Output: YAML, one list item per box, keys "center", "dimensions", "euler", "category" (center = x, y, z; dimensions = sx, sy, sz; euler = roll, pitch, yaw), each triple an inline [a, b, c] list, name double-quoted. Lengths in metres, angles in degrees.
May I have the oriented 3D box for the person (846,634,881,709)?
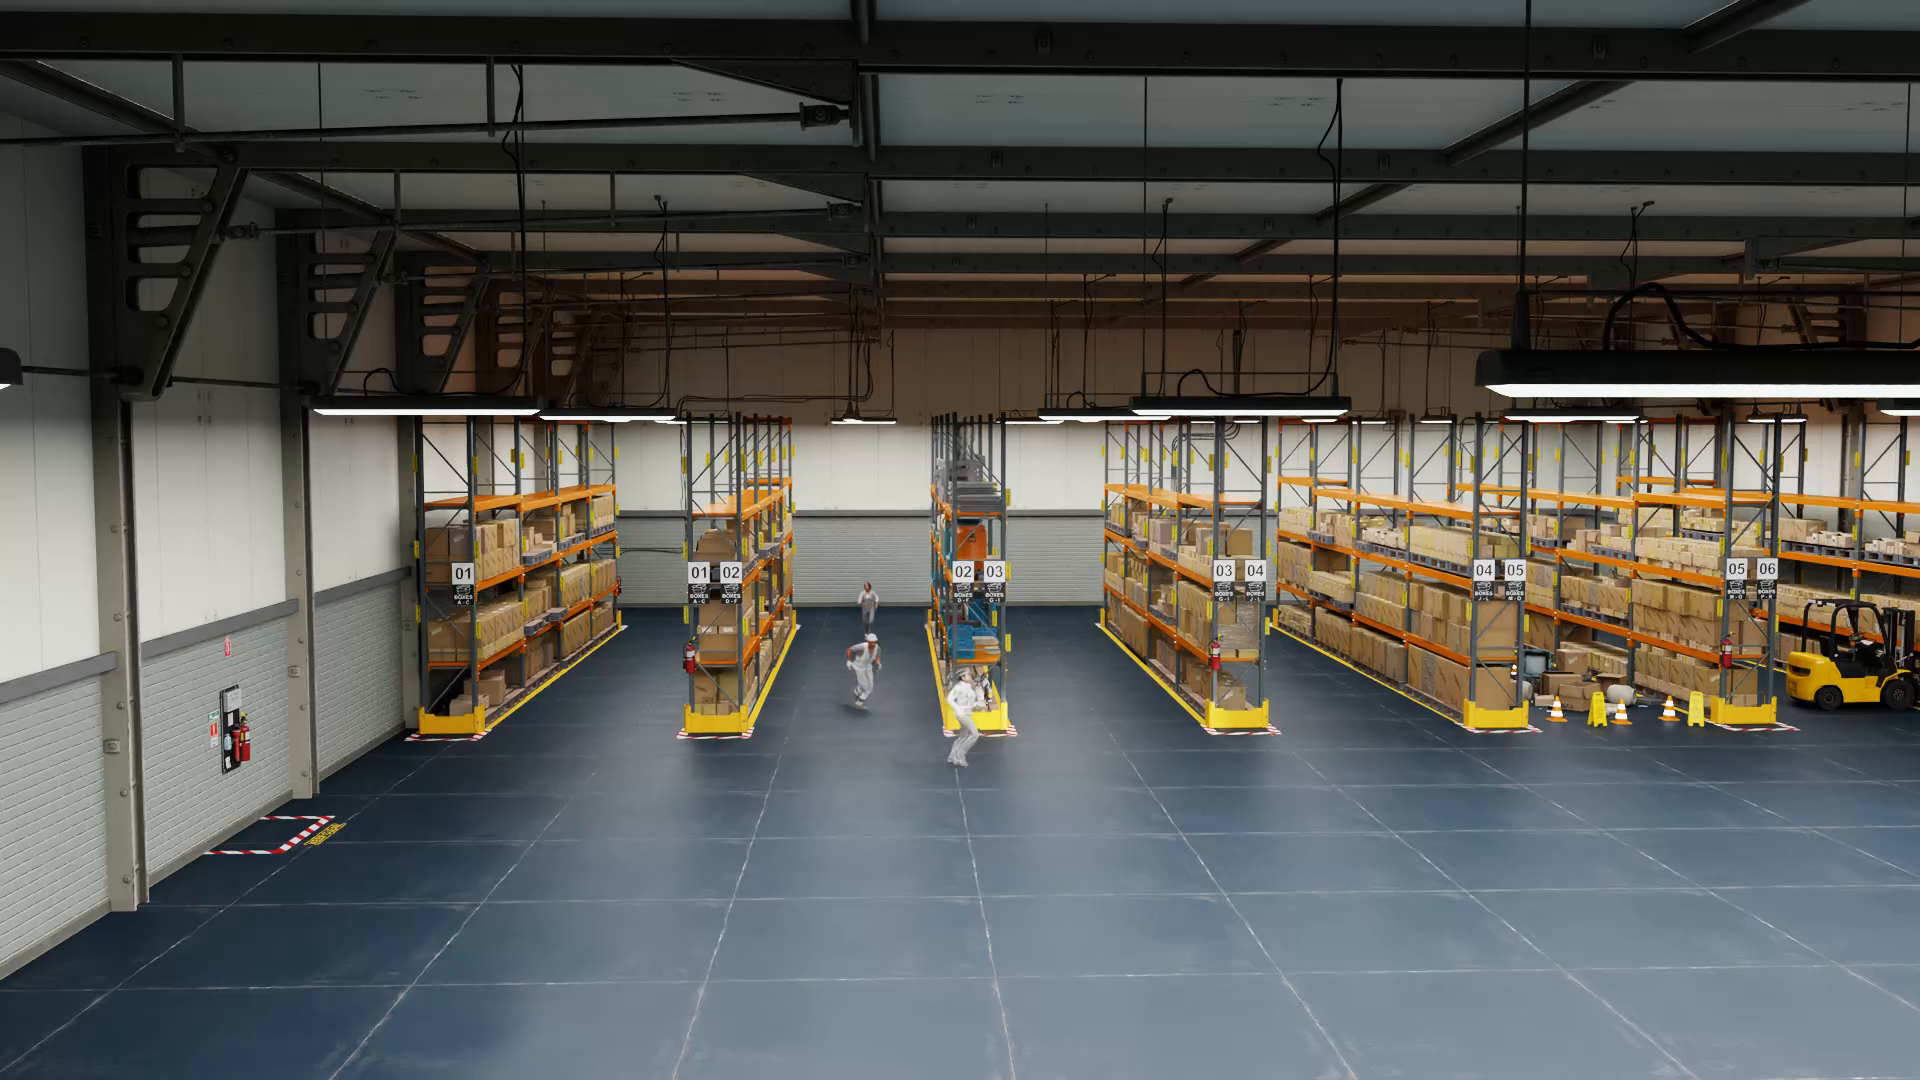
- center: [-1.933, 2.654, 33.499]
  dimensions: [0.693, 1.590, 0.828]
  euler: [-3, 5, -34]
  category: "person"

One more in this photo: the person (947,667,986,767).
- center: [0.099, 2.977, 28.033]
  dimensions: [0.659, 1.689, 0.588]
  euler: [1, 4, 15]
  category: "person"

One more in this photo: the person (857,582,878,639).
- center: [-2.450, 1.931, 44.091]
  dimensions: [0.533, 1.614, 0.804]
  euler: [0, 4, 1]
  category: "person"
